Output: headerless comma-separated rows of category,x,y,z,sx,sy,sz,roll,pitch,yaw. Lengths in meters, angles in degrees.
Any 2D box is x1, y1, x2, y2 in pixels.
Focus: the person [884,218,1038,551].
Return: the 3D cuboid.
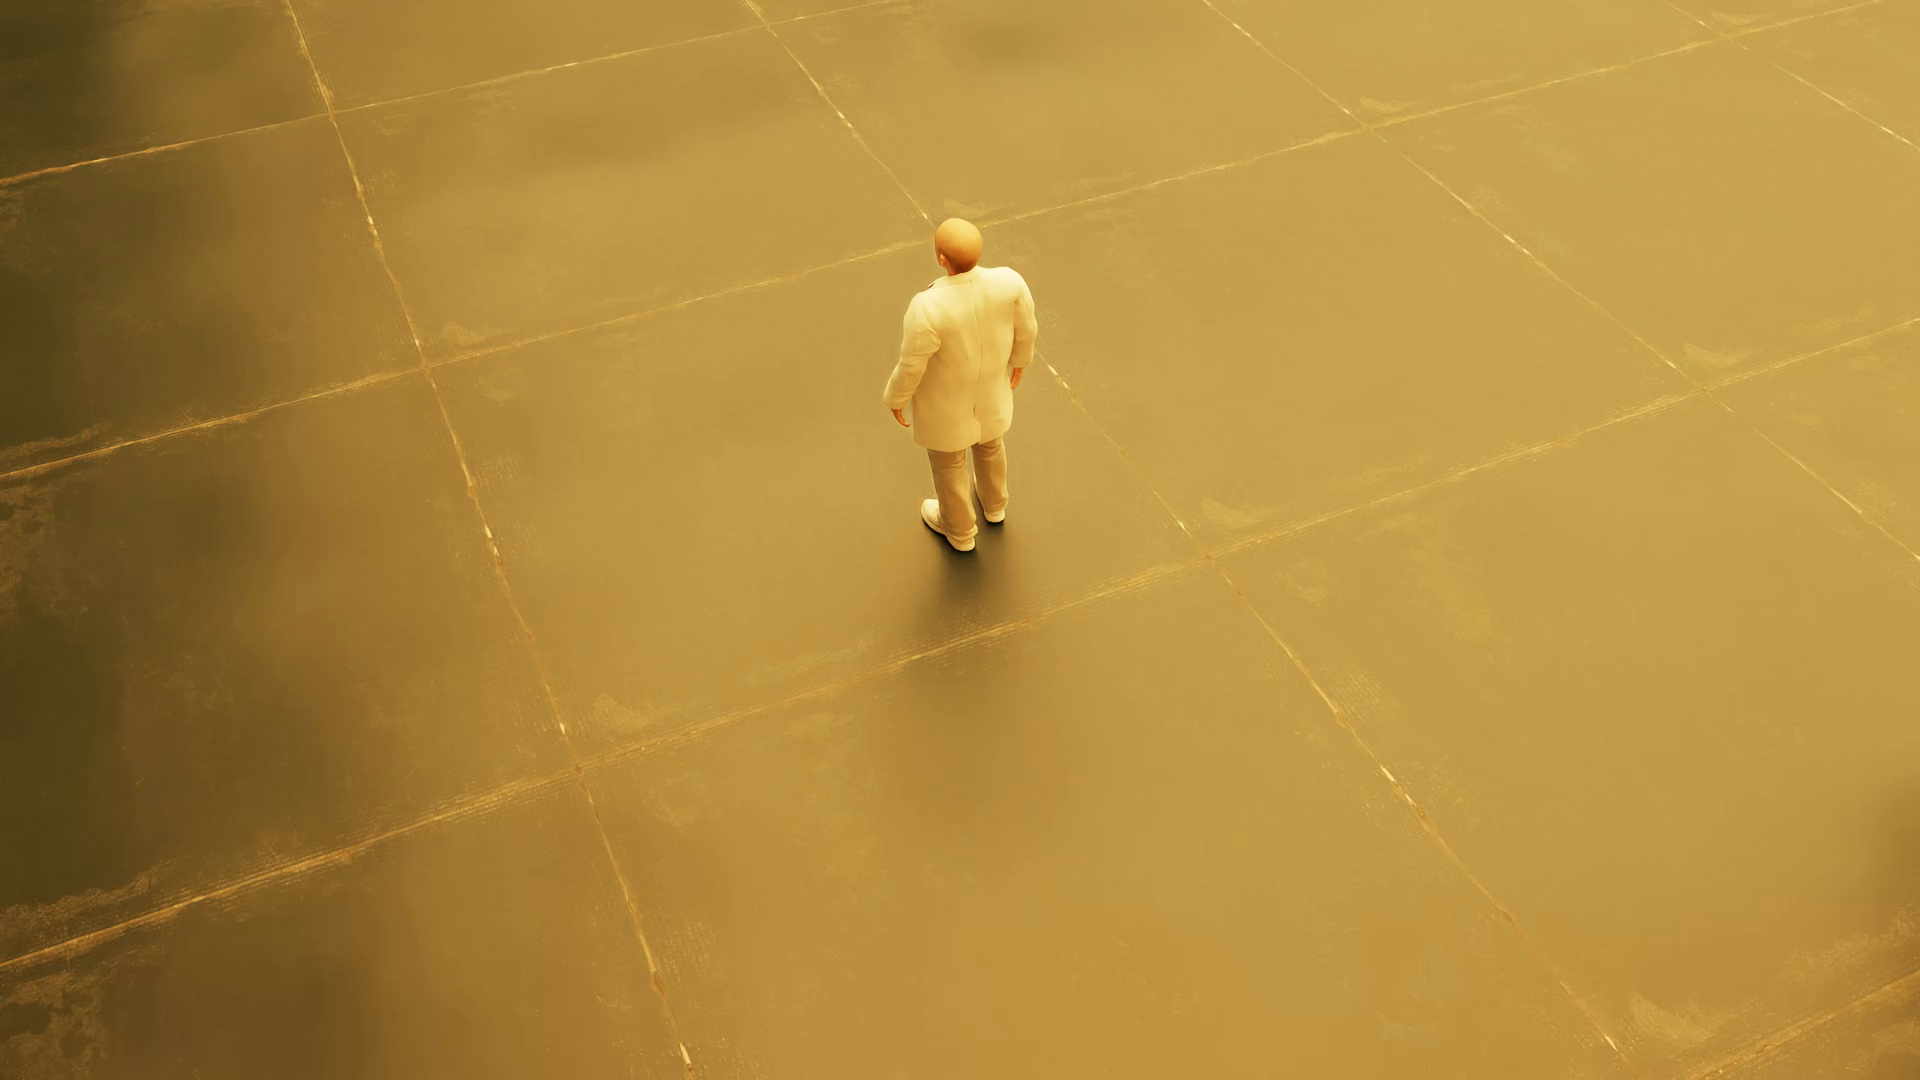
person,-0.035,-0.713,7.279,0.698,1.777,0.578,-18,46,-18
